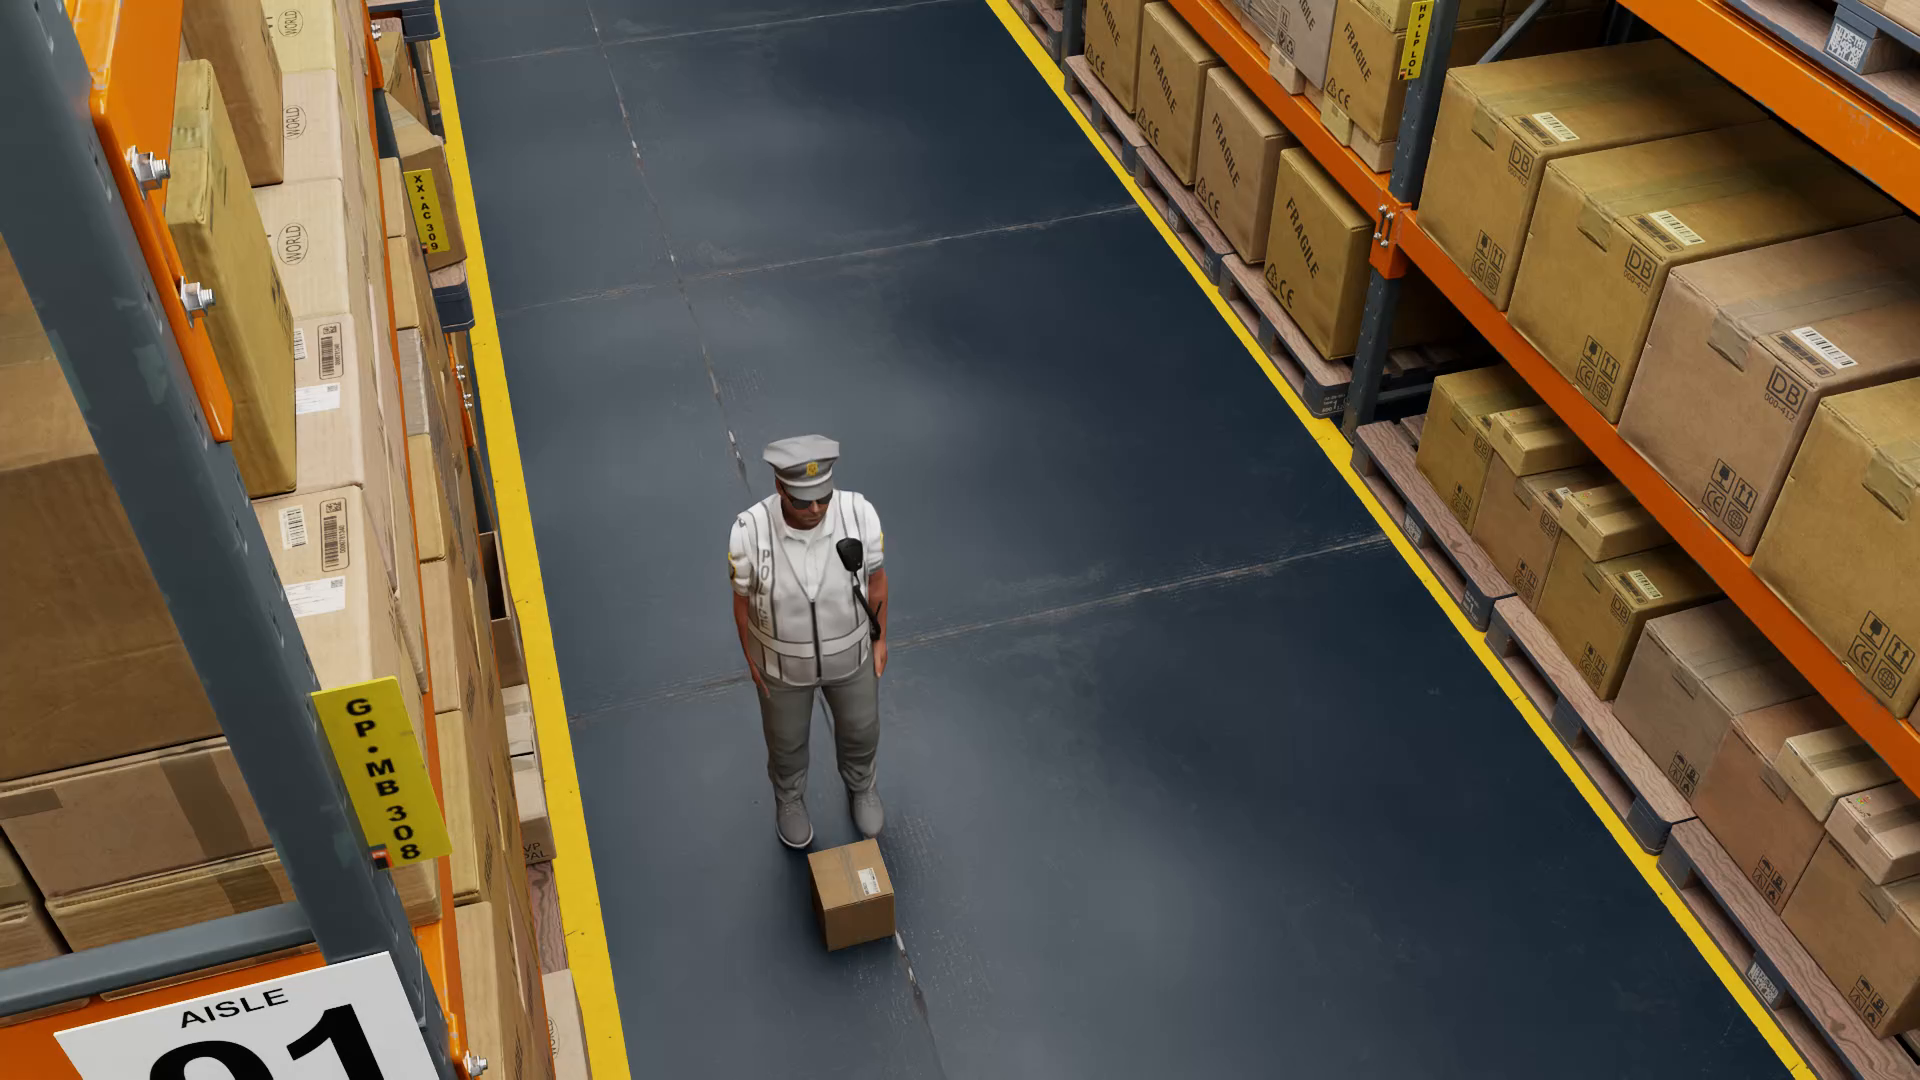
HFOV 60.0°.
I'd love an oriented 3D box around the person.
[{"bbox_3d":[-0.494,0.377,5.742,0.529,1.778,0.394,-9,43,-10],"label":"person"}]
